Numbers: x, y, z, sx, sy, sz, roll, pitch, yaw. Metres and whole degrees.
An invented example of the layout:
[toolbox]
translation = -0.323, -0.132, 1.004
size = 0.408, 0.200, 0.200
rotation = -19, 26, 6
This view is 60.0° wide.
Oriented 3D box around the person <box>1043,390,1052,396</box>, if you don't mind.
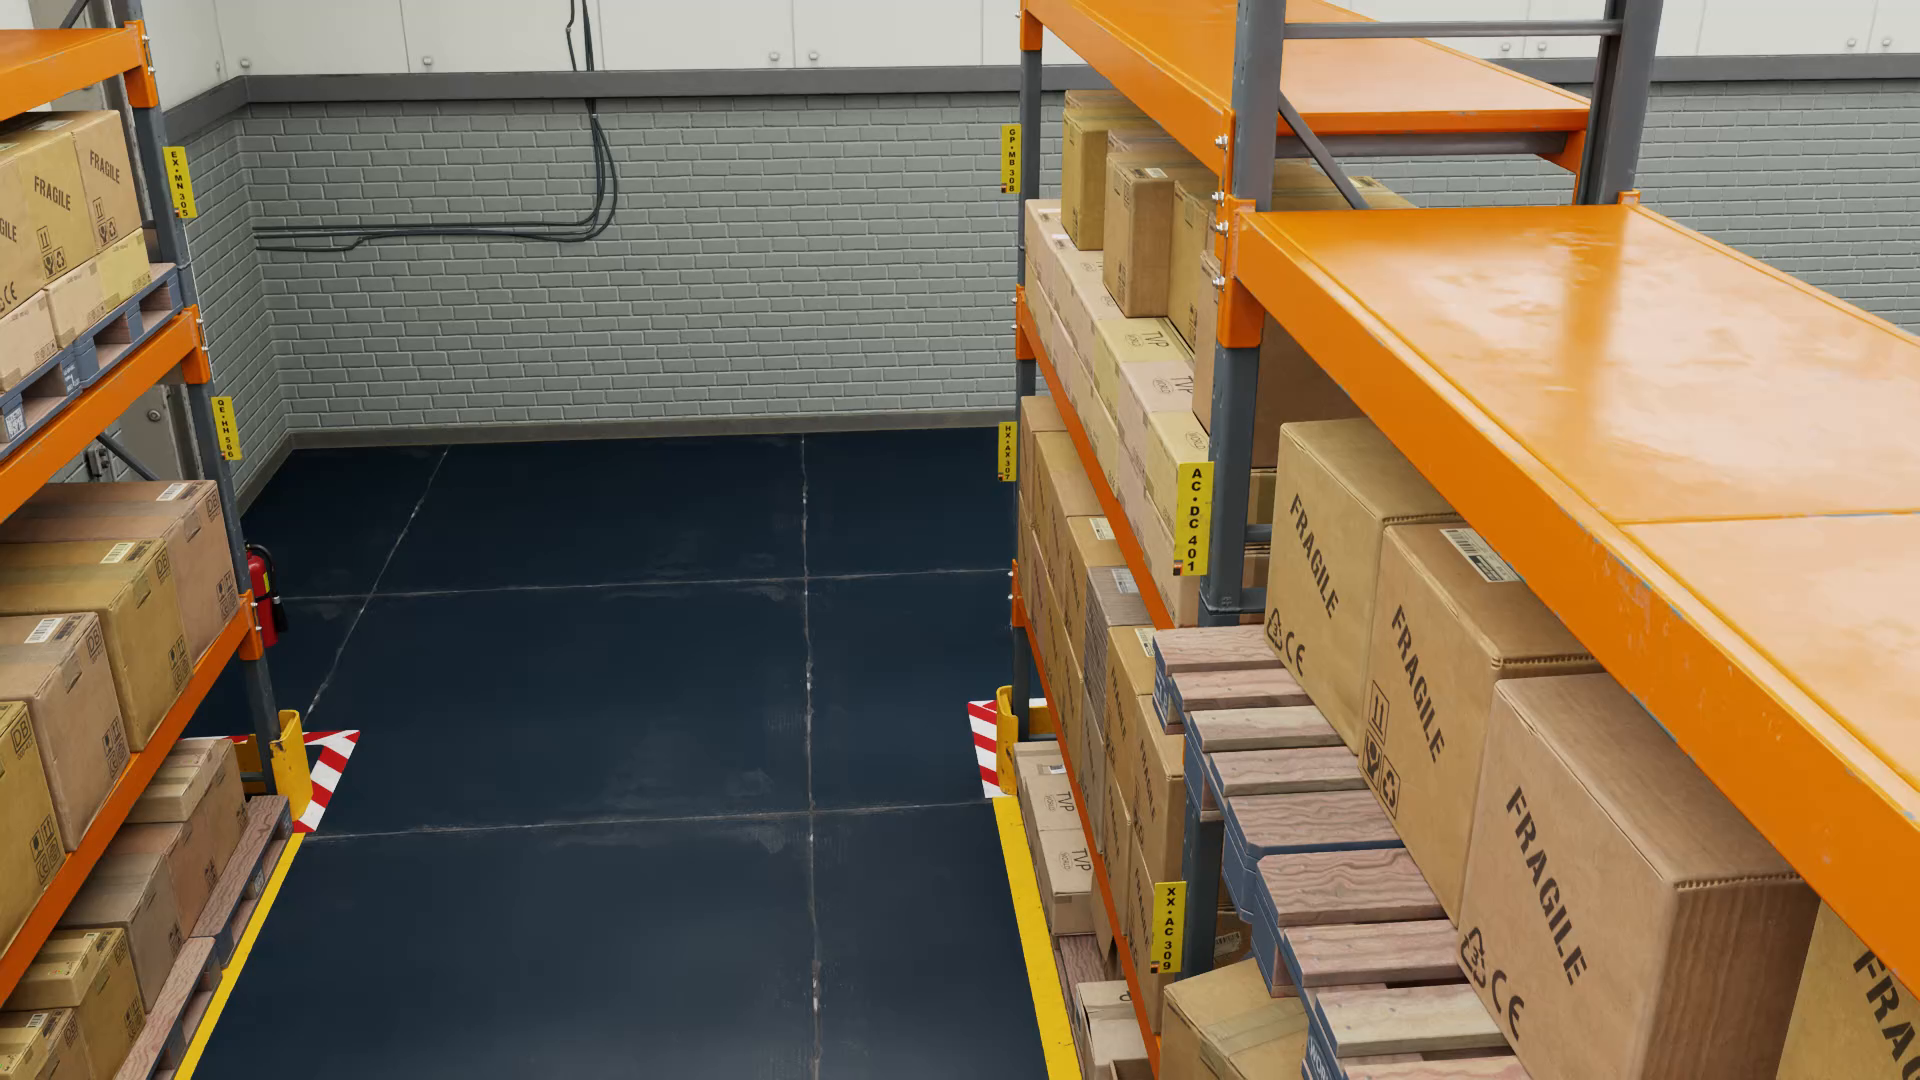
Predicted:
[person]
translation = 0.709, -0.186, 10.732
size = 0.392, 1.736, 0.490
rotation = -2, 24, -4
